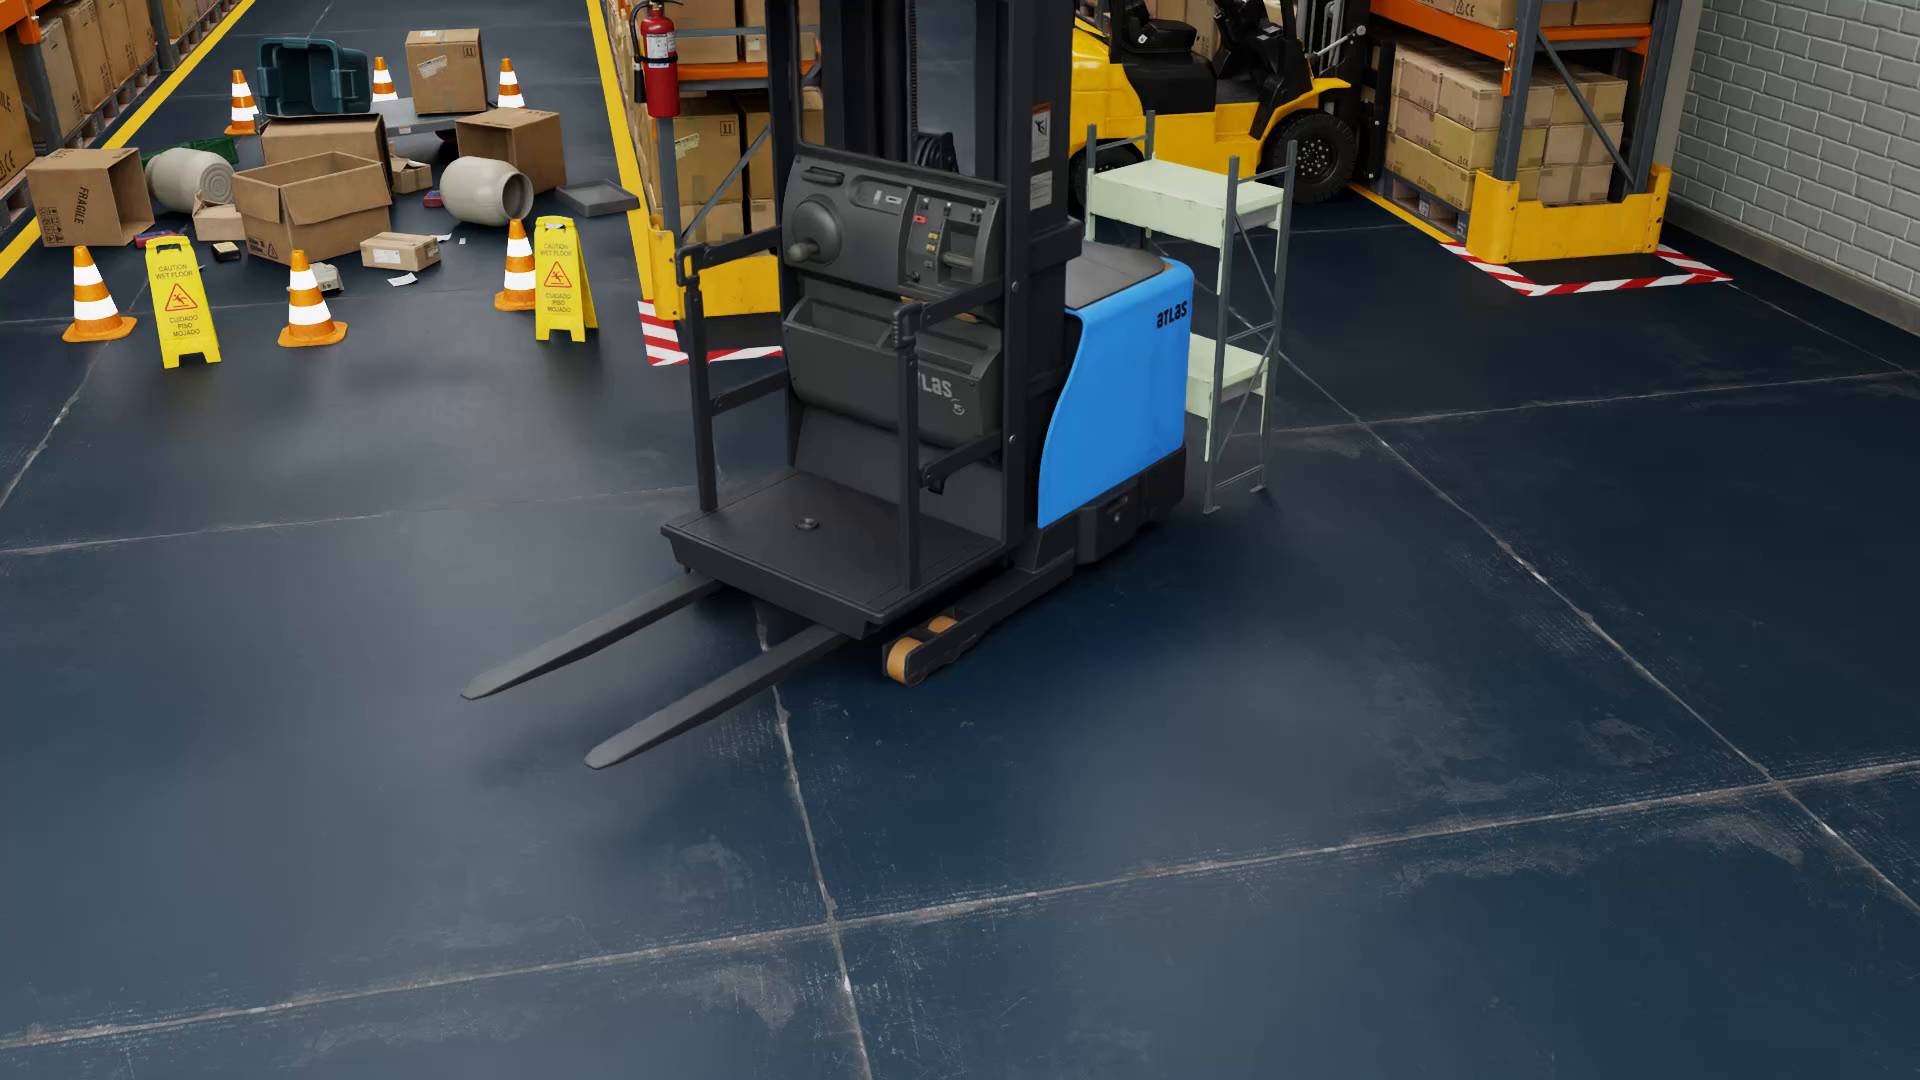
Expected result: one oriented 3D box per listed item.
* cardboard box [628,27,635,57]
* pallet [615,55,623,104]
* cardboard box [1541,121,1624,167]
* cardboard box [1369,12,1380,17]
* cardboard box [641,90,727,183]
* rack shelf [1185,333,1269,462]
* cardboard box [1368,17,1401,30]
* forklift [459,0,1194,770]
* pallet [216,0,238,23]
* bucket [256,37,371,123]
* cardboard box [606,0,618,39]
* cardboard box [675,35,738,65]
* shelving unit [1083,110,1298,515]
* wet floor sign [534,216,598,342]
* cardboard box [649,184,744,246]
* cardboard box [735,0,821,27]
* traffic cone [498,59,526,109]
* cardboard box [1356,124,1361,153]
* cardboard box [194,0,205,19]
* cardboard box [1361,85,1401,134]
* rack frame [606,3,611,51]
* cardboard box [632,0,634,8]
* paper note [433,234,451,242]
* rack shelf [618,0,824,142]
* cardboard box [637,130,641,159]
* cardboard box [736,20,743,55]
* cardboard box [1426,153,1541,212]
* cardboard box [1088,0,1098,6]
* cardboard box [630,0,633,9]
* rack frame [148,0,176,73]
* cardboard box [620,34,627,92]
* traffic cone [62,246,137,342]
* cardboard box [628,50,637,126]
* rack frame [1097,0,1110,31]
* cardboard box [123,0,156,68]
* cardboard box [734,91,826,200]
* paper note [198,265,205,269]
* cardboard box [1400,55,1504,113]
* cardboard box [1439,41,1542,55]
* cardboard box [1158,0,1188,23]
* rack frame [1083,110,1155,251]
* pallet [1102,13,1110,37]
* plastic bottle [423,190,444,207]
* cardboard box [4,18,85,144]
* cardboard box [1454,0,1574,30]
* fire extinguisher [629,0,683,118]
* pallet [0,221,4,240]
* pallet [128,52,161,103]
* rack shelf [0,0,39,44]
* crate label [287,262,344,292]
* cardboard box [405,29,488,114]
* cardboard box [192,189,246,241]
[{"bbox_3d":[-1.993,-3.292,10.976,0.380,0.149,0.250,-4,27,-9],"label":"cardboard box"},{"bbox_3d":[-2.469,-4.031,14.503,1.003,0.211,1.213,-6,27,-12],"label":"pallet"},{"bbox_3d":[3.819,-2.558,10.520,0.500,0.250,0.500,-5,27,-11],"label":"cardboard box"},{"bbox_3d":[3.250,-3.893,12.609,0.500,0.250,0.500,-6,27,-12],"label":"cardboard box"},{"bbox_3d":[-1.668,-2.491,10.109,0.500,0.500,0.500,-5,27,-10],"label":"cardboard box"},{"bbox_3d":[0.922,-0.669,7.134,0.431,0.370,0.720,-23,35,-38],"label":"rack shelf"},{"bbox_3d":[2.853,-3.623,12.075,0.500,0.250,0.500,-5,27,-10],"label":"cardboard box"},{"bbox_3d":[-0.384,-1.057,5.592,1.130,2.935,3.031,20,33,34],"label":"forklift"},{"bbox_3d":[-8.440,-5.777,17.960,1.003,0.211,1.213,-6,27,-12],"label":"pallet"},{"bbox_3d":[-4.537,-3.243,11.791,0.726,0.611,0.620,3,17,6],"label":"bucket"},{"bbox_3d":[-2.798,-4.919,15.618,0.950,0.372,0.625,-8,28,-15],"label":"cardboard box"},{"bbox_3d":[-1.405,-2.672,8.994,0.380,0.149,0.250,-5,27,-10],"label":"cardboard box"},{"bbox_3d":[0.922,-0.960,6.987,0.431,1.500,0.755,-23,35,-38],"label":"shelving unit"},{"bbox_3d":[-2.112,-1.399,8.805,0.267,0.644,0.232,3,27,6],"label":"wet floor sign"},{"bbox_3d":[-1.562,-1.940,9.850,0.500,0.250,0.500,-6,27,-12],"label":"cardboard box"},{"bbox_3d":[-0.949,-3.056,9.034,0.500,0.500,0.500,-6,27,-12],"label":"cardboard box"},{"bbox_3d":[-3.657,-3.668,13.503,0.336,0.463,0.334,-6,27,-12],"label":"traffic cone"},{"bbox_3d":[2.963,-2.947,11.846,0.500,0.250,0.500,-5,27,-10],"label":"cardboard box"},{"bbox_3d":[-7.863,-5.460,16.547,0.500,0.500,0.500,-7,28,-13],"label":"cardboard box"},{"bbox_3d":[3.069,-2.959,11.313,0.500,0.250,0.500,-7,28,-13],"label":"cardboard box"},{"bbox_3d":[-2.915,-6.154,15.614,1.000,3.000,0.127,-6,27,-12],"label":"rack frame"},{"bbox_3d":[-1.611,-3.250,9.419,0.500,0.500,0.500,-6,27,-11],"label":"cardboard box"},{"bbox_3d":[-3.310,-1.912,10.518,0.148,0.019,0.142,3,27,6],"label":"paper note"},{"bbox_3d":[-1.563,-3.199,10.557,1.077,0.370,4.000,-6,27,-12],"label":"rack shelf"},{"bbox_3d":[-1.891,-2.606,11.169,0.500,0.250,0.500,-6,27,-12],"label":"cardboard box"},{"bbox_3d":[-1.058,-2.809,9.266,0.380,0.149,0.250,-6,27,-11],"label":"cardboard box"},{"bbox_3d":[3.309,-2.282,10.527,0.500,0.250,0.500,-6,27,-11],"label":"cardboard box"},{"bbox_3d":[1.615,-5.895,17.409,0.500,0.500,0.500,-5,27,-10],"label":"cardboard box"},{"bbox_3d":[-1.892,-3.445,10.525,0.380,0.149,0.250,-6,27,-12],"label":"cardboard box"},{"bbox_3d":[-7.715,-5.607,14.530,1.000,3.000,0.127,-6,27,-12],"label":"rack frame"},{"bbox_3d":[-2.300,-3.958,13.712,0.950,0.372,0.625,-4,27,-8],"label":"cardboard box"},{"bbox_3d":[-4.649,-1.340,8.891,0.336,0.463,0.334,-6,27,-12],"label":"traffic cone"},{"bbox_3d":[-2.012,-3.173,11.460,0.500,0.500,0.500,-5,27,-10],"label":"cardboard box"},{"bbox_3d":[1.920,-6.660,16.615,1.000,3.000,0.127,-6,27,-12],"label":"rack frame"},{"bbox_3d":[-7.666,-4.514,14.394,1.050,0.750,0.750,-6,27,-12],"label":"cardboard box"},{"bbox_3d":[-1.031,-2.329,9.789,0.500,0.500,0.500,-7,28,-13],"label":"cardboard box"},{"bbox_3d":[-4.602,-1.611,9.910,0.144,0.017,0.142,3,27,6],"label":"paper note"},{"bbox_3d":[3.194,-2.948,10.738,0.500,0.250,0.500,-5,27,-11],"label":"cardboard box"},{"bbox_3d":[3.580,-3.224,11.284,0.500,0.250,0.500,-6,27,-12],"label":"cardboard box"},{"bbox_3d":[2.354,-4.930,15.358,0.875,0.625,0.625,-7,28,-14],"label":"cardboard box"},{"bbox_3d":[0.671,-1.080,7.225,0.400,1.500,0.023,-23,35,-38],"label":"rack frame"},{"bbox_3d":[2.067,-5.049,16.520,1.003,0.211,1.213,-6,27,-12],"label":"pallet"},{"bbox_3d":[-3.550,-2.329,11.297,0.133,0.061,0.283,-1,27,-3],"label":"plastic bottle"},{"bbox_3d":[-7.041,-3.298,11.985,1.050,0.750,0.750,-6,27,-12],"label":"cardboard box"},{"bbox_3d":[3.356,-3.382,10.010,0.500,0.500,0.500,-7,28,-13],"label":"cardboard box"},{"bbox_3d":[-1.536,-2.510,8.481,0.296,0.674,0.183,-6,27,-12],"label":"fire extinguisher"},{"bbox_3d":[-6.440,-1.728,9.939,1.003,0.211,1.213,-6,27,-12],"label":"pallet"},{"bbox_3d":[-7.611,-4.008,14.457,1.003,0.211,1.213,-6,27,-12],"label":"pallet"},{"bbox_3d":[-6.363,-2.652,9.473,1.077,0.370,4.000,-6,27,-12],"label":"rack shelf"},{"bbox_3d":[-3.709,-1.499,9.567,0.250,0.136,0.298,-23,35,-38],"label":"crate label"},{"bbox_3d":[-3.741,-3.426,12.143,0.500,0.500,0.500,-6,27,-12],"label":"cardboard box"},{"bbox_3d":[-4.632,-2.063,10.542,0.396,0.266,0.258,-1,27,-3],"label":"cardboard box"}]
